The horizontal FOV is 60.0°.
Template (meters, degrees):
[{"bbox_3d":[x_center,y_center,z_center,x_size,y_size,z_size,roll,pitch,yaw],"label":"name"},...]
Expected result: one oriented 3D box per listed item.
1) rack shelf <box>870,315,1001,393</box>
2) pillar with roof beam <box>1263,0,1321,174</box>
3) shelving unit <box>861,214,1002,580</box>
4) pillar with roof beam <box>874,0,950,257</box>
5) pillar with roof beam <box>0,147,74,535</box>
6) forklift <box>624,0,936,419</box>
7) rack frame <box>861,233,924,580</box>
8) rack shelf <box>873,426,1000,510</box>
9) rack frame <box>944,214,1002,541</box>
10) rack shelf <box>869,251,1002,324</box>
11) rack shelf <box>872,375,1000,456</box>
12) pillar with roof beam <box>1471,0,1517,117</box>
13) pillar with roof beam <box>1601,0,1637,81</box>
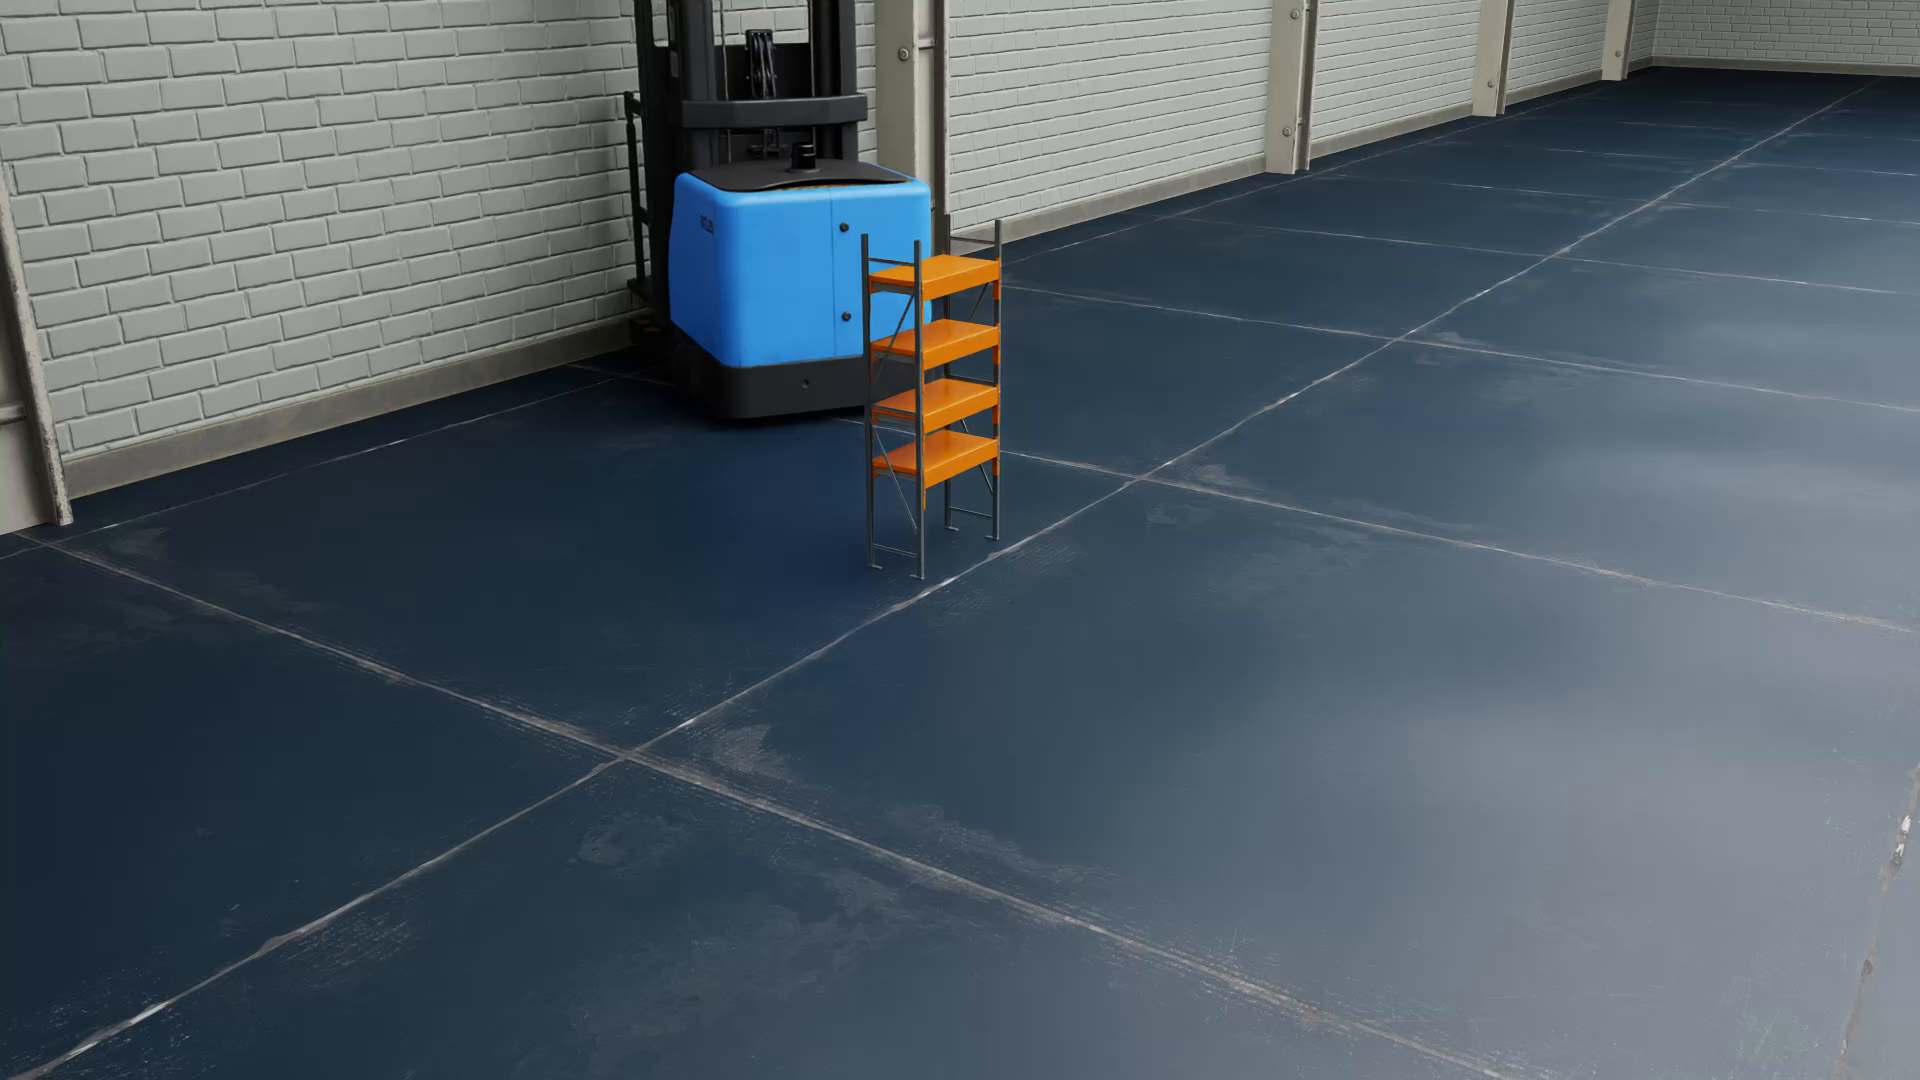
[{"bbox_3d":[-0.093,-0.662,5.874,0.258,0.148,0.480,13,24,32],"label":"rack shelf"},{"bbox_3d":[6.631,-6.867,11.859,9.100,9.000,0.400,13,24,32],"label":"pillar with roof beam"},{"bbox_3d":[-0.093,-0.515,5.928,0.258,1.200,0.503,13,24,32],"label":"shelving unit"},{"bbox_3d":[3.258,-5.146,7.205,9.100,9.000,0.400,13,24,32],"label":"pillar with roof beam"},{"bbox_3d":[-0.114,-3.424,2.551,9.100,9.000,0.400,13,24,32],"label":"pillar with roof beam"},{"bbox_3d":[-1.157,-2.399,8.527,1.130,2.935,3.031,-8,22,-21],"label":"forklift"},{"bbox_3d":[-0.230,-0.445,5.739,0.240,1.200,0.015,13,24,32],"label":"rack frame"},{"bbox_3d":[-0.093,-0.266,6.021,0.258,0.148,0.480,13,24,32],"label":"rack shelf"},{"bbox_3d":[0.044,-0.585,6.118,0.240,1.200,0.015,13,24,32],"label":"rack frame"},{"bbox_3d":[-0.093,-0.884,5.792,0.258,0.148,0.480,13,24,32],"label":"rack shelf"},{"bbox_3d":[-0.093,-0.452,5.952,0.258,0.148,0.480,13,24,32],"label":"rack shelf"},{"bbox_3d":[10.004,-8.589,16.513,9.100,9.000,0.400,13,24,32],"label":"pillar with roof beam"},{"bbox_3d":[13.377,-10.310,21.167,9.100,9.000,0.400,13,24,32],"label":"pillar with roof beam"}]
